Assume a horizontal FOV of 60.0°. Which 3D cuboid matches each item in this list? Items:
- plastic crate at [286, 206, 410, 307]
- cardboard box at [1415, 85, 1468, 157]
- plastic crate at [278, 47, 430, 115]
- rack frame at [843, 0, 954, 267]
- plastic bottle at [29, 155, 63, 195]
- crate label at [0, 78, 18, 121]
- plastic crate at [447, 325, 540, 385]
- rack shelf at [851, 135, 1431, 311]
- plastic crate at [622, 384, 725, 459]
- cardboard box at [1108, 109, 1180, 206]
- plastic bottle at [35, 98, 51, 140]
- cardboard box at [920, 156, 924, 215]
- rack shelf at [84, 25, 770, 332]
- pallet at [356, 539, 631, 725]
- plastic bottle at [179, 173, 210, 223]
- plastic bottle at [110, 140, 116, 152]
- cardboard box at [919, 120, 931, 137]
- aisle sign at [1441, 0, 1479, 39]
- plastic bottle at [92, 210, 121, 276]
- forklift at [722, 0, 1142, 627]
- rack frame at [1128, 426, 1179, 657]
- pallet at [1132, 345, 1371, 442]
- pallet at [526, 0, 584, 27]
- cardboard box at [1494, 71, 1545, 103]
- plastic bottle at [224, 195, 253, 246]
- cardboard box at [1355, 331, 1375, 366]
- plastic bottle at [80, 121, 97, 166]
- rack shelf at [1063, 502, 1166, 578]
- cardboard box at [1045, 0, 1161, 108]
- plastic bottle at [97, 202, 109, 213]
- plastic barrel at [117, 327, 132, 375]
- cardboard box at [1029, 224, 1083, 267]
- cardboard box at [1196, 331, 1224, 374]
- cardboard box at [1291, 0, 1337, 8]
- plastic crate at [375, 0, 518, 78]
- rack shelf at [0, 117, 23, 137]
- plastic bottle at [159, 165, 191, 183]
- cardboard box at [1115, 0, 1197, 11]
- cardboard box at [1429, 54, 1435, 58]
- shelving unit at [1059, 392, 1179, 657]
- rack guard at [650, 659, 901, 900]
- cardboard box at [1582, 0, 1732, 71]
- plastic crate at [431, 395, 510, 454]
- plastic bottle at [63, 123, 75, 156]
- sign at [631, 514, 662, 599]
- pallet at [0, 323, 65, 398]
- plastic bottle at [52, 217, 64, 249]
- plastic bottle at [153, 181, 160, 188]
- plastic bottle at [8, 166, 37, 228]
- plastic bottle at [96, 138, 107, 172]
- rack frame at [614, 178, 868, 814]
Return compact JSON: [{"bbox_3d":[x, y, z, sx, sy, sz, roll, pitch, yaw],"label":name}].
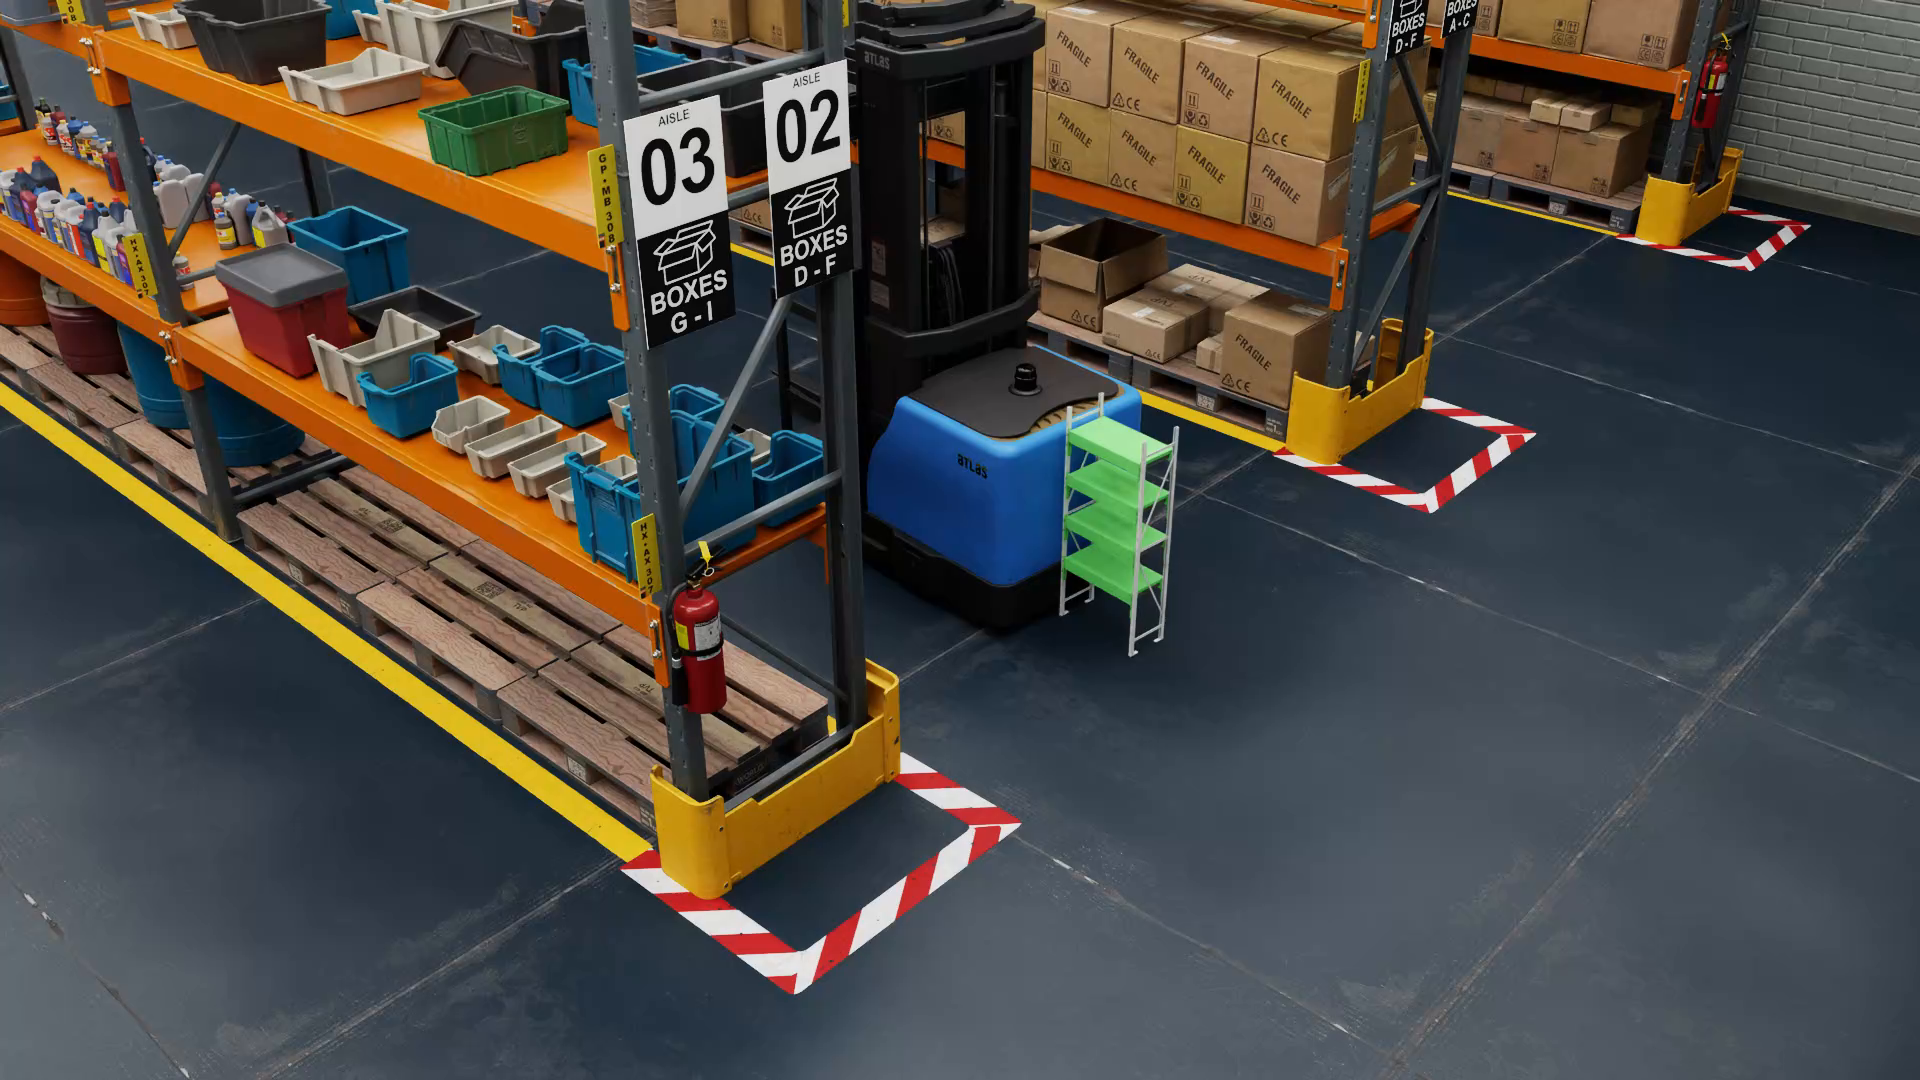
[{"bbox_3d":[-3.178,-1.456,8.718,0.575,0.384,0.392,25,39,35],"label":"plastic crate"},{"bbox_3d":[4.130,-3.714,14.528,0.500,0.500,0.700,26,40,36],"label":"cardboard box"},{"bbox_3d":[-2.485,-1.877,6.806,0.530,0.136,0.437,25,39,35],"label":"plastic crate"},{"bbox_3d":[-0.426,-3.361,11.925,0.127,3.000,1.000,25,39,35],"label":"rack frame"},{"bbox_3d":[-5.468,-2.126,9.922,0.185,0.351,0.144,25,39,35],"label":"plastic bottle"},{"bbox_3d":[-6.779,-3.070,11.604,0.416,0.233,0.303,25,39,35],"label":"crate label"},{"bbox_3d":[-2.260,-0.894,8.024,0.466,0.136,0.293,25,39,35],"label":"plastic crate"},{"bbox_3d":[1.057,-2.361,10.961,4.000,0.370,1.077,25,39,35],"label":"rack shelf"},{"bbox_3d":[-1.237,-0.477,7.239,0.300,0.233,0.416,25,39,35],"label":"plastic crate"},{"bbox_3d":[1.272,-2.424,10.271,0.500,0.500,0.500,25,39,35],"label":"cardboard box"},{"bbox_3d":[-6.132,-2.826,11.149,0.133,0.283,0.061,25,39,35],"label":"plastic bottle"},{"bbox_3d":[-0.621,-2.740,12.890,0.500,0.500,0.500,23,38,33],"label":"cardboard box"},{"bbox_3d":[-2.270,-1.753,7.043,4.000,0.370,1.077,25,39,35],"label":"rack shelf"},{"bbox_3d":[-2.273,0.388,8.401,1.213,0.211,1.003,25,39,35],"label":"pallet"},{"bbox_3d":[-4.527,-2.042,9.854,0.135,0.276,0.152,25,39,35],"label":"plastic bottle"},{"bbox_3d":[-5.195,-2.388,10.357,0.185,0.351,0.144,25,39,35],"label":"plastic bottle"},{"bbox_3d":[-0.231,-3.124,11.434,0.500,0.500,0.500,26,40,36],"label":"cardboard box"},{"bbox_3d":[2.787,-3.180,9.103,0.004,0.787,0.394,25,39,35],"label":"aisle sign"},{"bbox_3d":[-4.654,-1.640,9.114,0.185,0.351,0.144,25,39,35],"label":"plastic bottle"},{"bbox_3d":[-0.417,-1.495,8.891,1.130,2.935,3.031,-25,39,-35],"label":"forklift"},{"bbox_3d":[0.934,0.024,8.047,0.240,1.200,0.015,-25,39,-35],"label":"rack frame"},{"bbox_3d":[1.892,-1.084,10.847,1.213,0.211,1.003,25,39,35],"label":"pallet"},{"bbox_3d":[-2.842,-4.456,13.929,1.003,0.211,1.213,25,39,35],"label":"pallet"},{"bbox_3d":[4.751,-3.846,14.118,0.250,0.149,0.380,26,39,36],"label":"cardboard box"},{"bbox_3d":[-4.111,-1.848,9.532,0.135,0.276,0.152,25,39,35],"label":"plastic bottle"},{"bbox_3d":[2.460,-1.221,10.707,0.250,0.149,0.380,25,39,35],"label":"cardboard box"},{"bbox_3d":[-5.599,-2.559,10.718,0.097,0.271,0.097,0,31,0],"label":"plastic bottle"},{"bbox_3d":[0.771,-0.015,8.235,0.258,0.148,0.480,-25,39,-35],"label":"rack shelf"},{"bbox_3d":[0.882,-3.027,10.304,0.500,0.500,0.500,26,40,36],"label":"cardboard box"},{"bbox_3d":[-4.837,-1.781,9.425,0.097,0.271,0.097,0,31,0],"label":"plastic bottle"},{"bbox_3d":[-5.028,-1.252,10.427,0.421,0.512,0.421,0,31,0],"label":"plastic barrel"},{"bbox_3d":[0.743,-2.050,11.927,0.500,0.311,0.500,25,39,35],"label":"cardboard box"},{"bbox_3d":[1.732,-1.220,10.689,0.250,0.166,0.380,25,39,35],"label":"cardboard box"},{"bbox_3d":[3.287,-5.192,14.675,0.700,0.700,0.980,26,39,36],"label":"cardboard box"},{"bbox_3d":[-2.223,-2.204,7.209,0.530,0.282,0.437,25,39,35],"label":"plastic crate"},{"bbox_3d":[-8.201,-3.237,12.416,4.000,0.370,1.077,25,39,35],"label":"rack shelf"},{"bbox_3d":[-4.699,-2.122,9.987,0.135,0.276,0.152,25,39,35],"label":"plastic bottle"},{"bbox_3d":[1.250,-3.231,10.643,0.500,0.500,0.500,25,39,35],"label":"cardboard box"},{"bbox_3d":[3.995,-4.199,14.705,0.250,0.149,0.380,24,38,34],"label":"cardboard box"},{"bbox_3d":[0.771,-0.069,8.202,0.258,1.200,0.503,-25,39,-35],"label":"shelving unit"},{"bbox_3d":[-0.760,0.990,7.121,0.348,0.500,1.175,25,39,35],"label":"rack guard"},{"bbox_3d":[5.476,-4.174,12.984,0.700,0.700,0.980,27,40,37],"label":"cardboard box"},{"bbox_3d":[-2.173,-0.498,7.367,0.250,0.136,0.298,25,39,35],"label":"plastic crate"},{"bbox_3d":[-5.815,-2.631,10.904,0.097,0.201,0.097,0,31,0],"label":"plastic bottle"},{"bbox_3d":[-1.144,0.062,6.081,0.005,0.325,0.100,25,39,35],"label":"sign"},{"bbox_3d":[-6.106,-1.401,11.373,1.213,0.211,1.003,25,39,35],"label":"pallet"},{"bbox_3d":[-5.111,-1.773,9.480,0.097,0.201,0.097,0,31,0],"label":"plastic bottle"},{"bbox_3d":[-4.768,-2.036,9.916,0.097,0.201,0.097,0,31,0],"label":"plastic bottle"},{"bbox_3d":[-5.470,-2.022,9.748,0.185,0.351,0.144,25,39,35],"label":"plastic bottle"},{"bbox_3d":[-5.455,-2.462,10.624,0.097,0.201,0.097,0,31,0],"label":"plastic bottle"},{"bbox_3d":[-0.787,-0.084,6.482,0.127,3.000,1.000,25,39,35],"label":"rack frame"}]
